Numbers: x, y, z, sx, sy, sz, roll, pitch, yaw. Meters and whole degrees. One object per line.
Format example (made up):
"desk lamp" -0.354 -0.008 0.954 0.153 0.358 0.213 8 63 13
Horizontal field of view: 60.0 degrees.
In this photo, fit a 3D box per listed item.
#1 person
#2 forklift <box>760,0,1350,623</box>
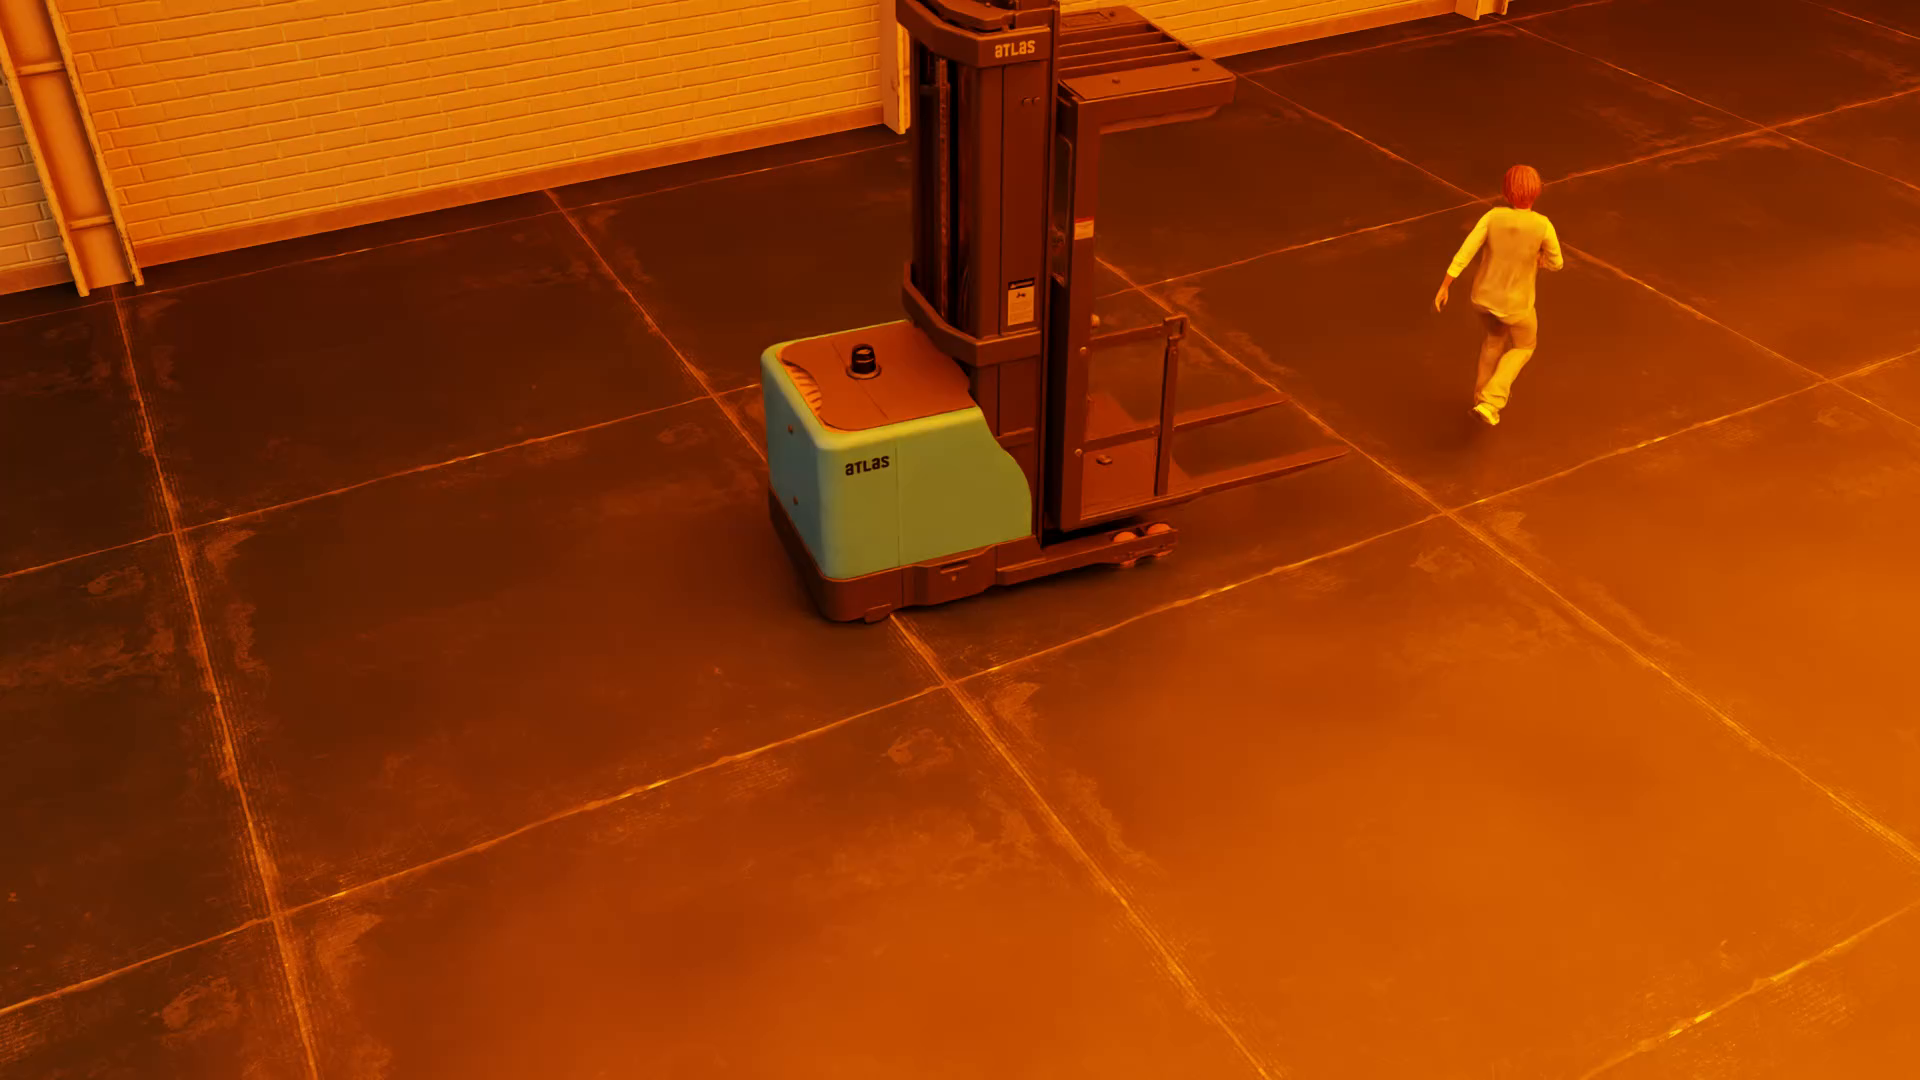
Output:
"person" 3.006 -1.360 9.259 0.563 1.547 0.579 27 43 33
"forklift" 0.575 -1.339 8.017 3.031 2.935 1.130 -13 37 -18
